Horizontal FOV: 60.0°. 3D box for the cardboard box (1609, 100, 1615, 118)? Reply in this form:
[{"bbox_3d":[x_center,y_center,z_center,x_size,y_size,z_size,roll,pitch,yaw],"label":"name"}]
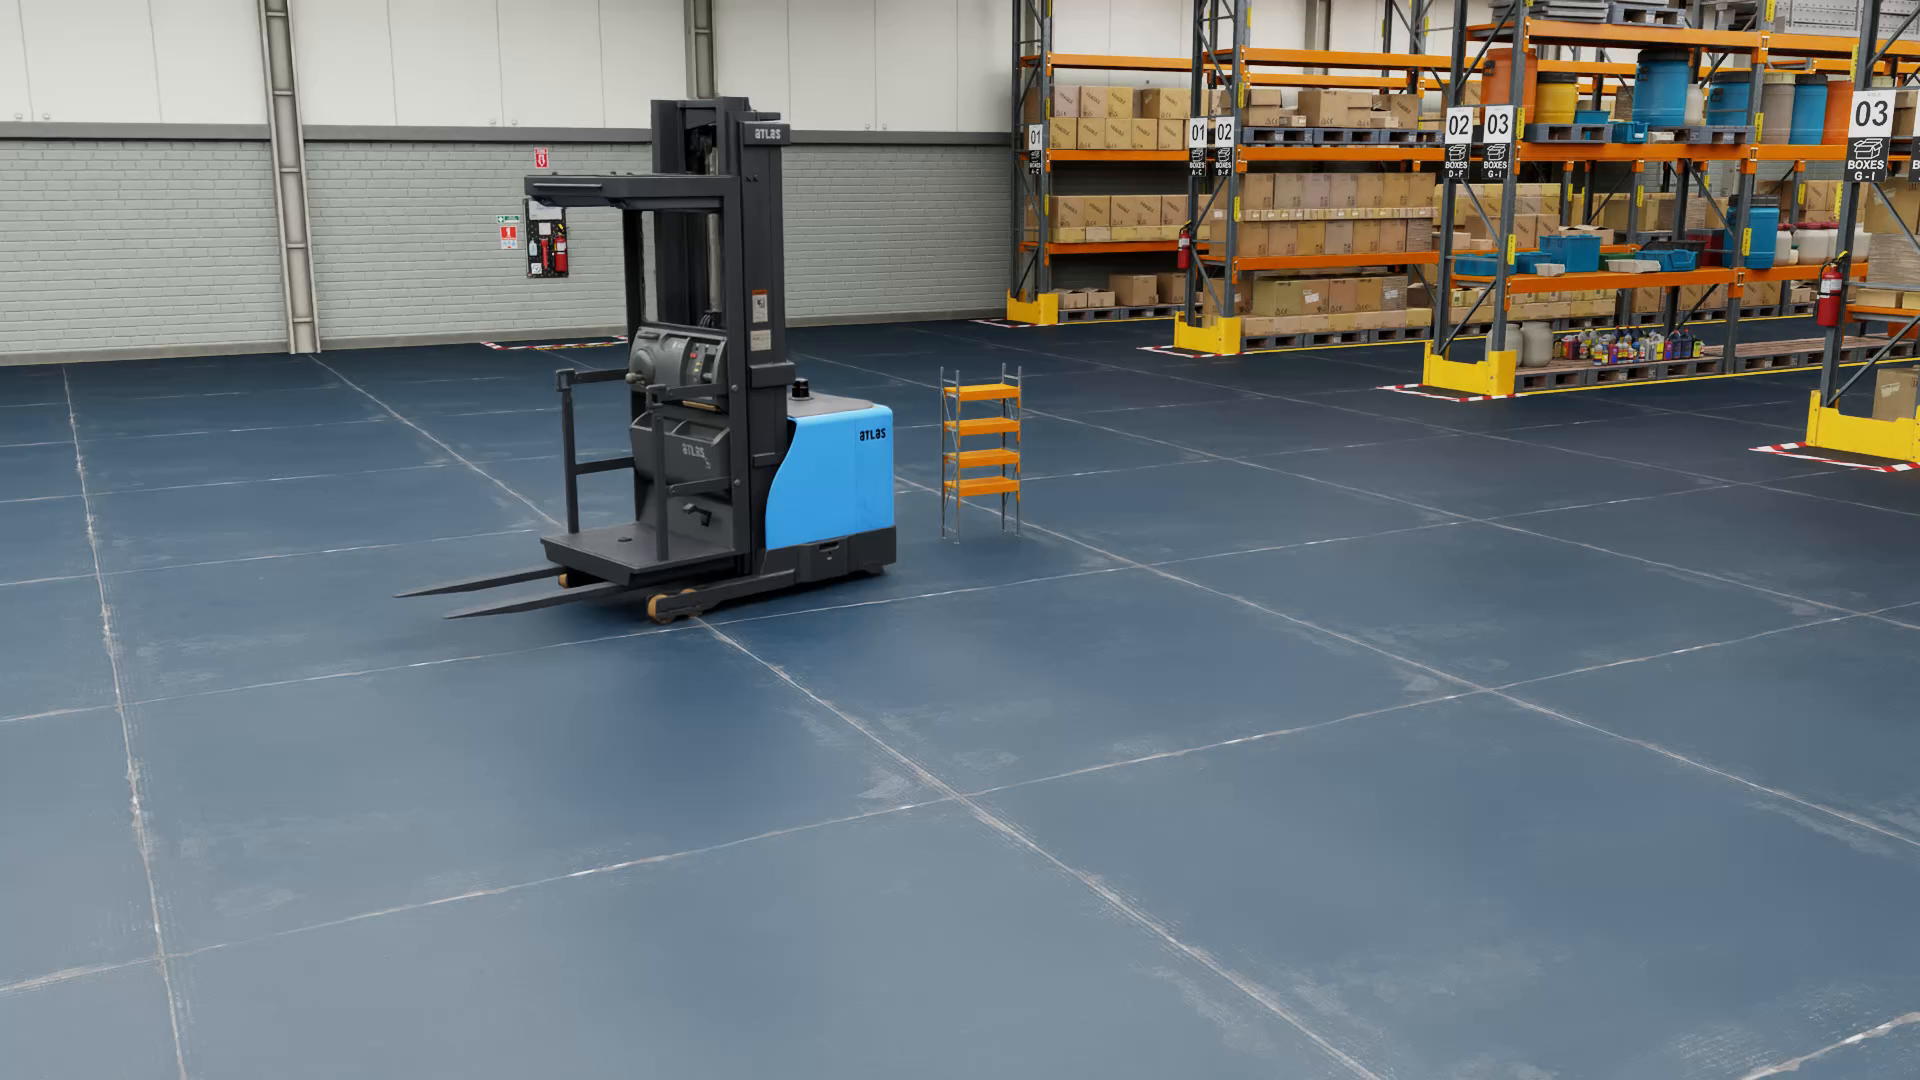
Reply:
[{"bbox_3d":[12.883,-8.469,33.026,0.500,0.500,0.500,-7,15,-29],"label":"cardboard box"}]

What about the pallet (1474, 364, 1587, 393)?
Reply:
[{"bbox_3d":[6.649,-1.952,19.804,1.213,0.211,1.003,-7,14,-28],"label":"pallet"}]

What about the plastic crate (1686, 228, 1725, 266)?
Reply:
[{"bbox_3d":[9.678,-3.773,21.398,0.583,0.464,0.402,-7,14,-28],"label":"plastic crate"}]

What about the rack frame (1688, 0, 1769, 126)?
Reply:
[{"bbox_3d":[9.400,-6.559,20.258,0.127,3.000,1.000,-7,14,-28],"label":"rack frame"}]

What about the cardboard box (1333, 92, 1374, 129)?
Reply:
[{"bbox_3d":[5.524,-6.225,24.096,0.637,0.503,0.797,-5,14,-22],"label":"cardboard box"}]

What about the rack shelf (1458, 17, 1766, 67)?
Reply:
[{"bbox_3d":[7.644,-5.802,19.446,4.000,0.370,1.077,-7,14,-28],"label":"rack shelf"}]

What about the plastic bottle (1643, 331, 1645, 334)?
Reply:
[{"bbox_3d":[8.639,-2.530,21.219,0.135,0.276,0.152,-6,14,-26],"label":"plastic bottle"}]

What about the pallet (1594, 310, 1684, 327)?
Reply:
[{"bbox_3d":[11.214,-3.719,27.653,1.213,0.211,1.003,-7,14,-28],"label":"pallet"}]

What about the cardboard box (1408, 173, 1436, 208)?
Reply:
[{"bbox_3d":[6.643,-5.221,24.794,0.500,0.500,0.700,-7,14,-28],"label":"cardboard box"}]

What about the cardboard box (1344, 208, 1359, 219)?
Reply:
[{"bbox_3d":[5.547,-4.721,24.048,0.250,0.149,0.380,-6,14,-26],"label":"cardboard box"}]

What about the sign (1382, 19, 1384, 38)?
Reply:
[{"bbox_3d":[7.895,-9.529,30.965,0.005,0.325,0.100,-7,14,-28],"label":"sign"}]

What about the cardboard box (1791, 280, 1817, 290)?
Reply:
[{"bbox_3d":[15.074,-4.525,30.006,0.500,0.311,0.500,-7,14,-28],"label":"cardboard box"}]

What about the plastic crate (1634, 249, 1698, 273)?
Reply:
[{"bbox_3d":[8.559,-3.391,20.183,0.616,0.251,0.499,-7,14,-28],"label":"plastic crate"}]

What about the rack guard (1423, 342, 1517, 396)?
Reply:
[{"bbox_3d":[5.933,-2.009,19.397,0.348,0.500,1.175,-7,14,-28],"label":"rack guard"}]

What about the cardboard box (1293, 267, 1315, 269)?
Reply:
[{"bbox_3d":[6.131,-5.085,30.358,0.500,0.250,0.500,-7,15,-29],"label":"cardboard box"}]

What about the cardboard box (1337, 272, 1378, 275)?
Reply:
[{"bbox_3d":[6.038,-3.774,25.144,0.500,0.500,0.500,-7,14,-28],"label":"cardboard box"}]

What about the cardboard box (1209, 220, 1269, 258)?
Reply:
[{"bbox_3d":[3.935,-4.262,23.487,0.500,0.500,0.700,-7,14,-28],"label":"cardboard box"}]

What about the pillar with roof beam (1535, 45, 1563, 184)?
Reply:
[{"bbox_3d":[13.937,-8.721,29.863,0.400,9.000,9.100,-7,14,-28],"label":"pillar with roof beam"}]

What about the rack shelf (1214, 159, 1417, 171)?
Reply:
[{"bbox_3d":[6.408,-6.864,30.085,4.000,0.370,1.077,-7,14,-28],"label":"rack shelf"}]

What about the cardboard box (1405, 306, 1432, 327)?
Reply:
[{"bbox_3d":[6.727,-3.360,25.012,0.500,0.250,0.500,-7,14,-28],"label":"cardboard box"}]

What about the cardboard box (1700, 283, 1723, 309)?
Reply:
[{"bbox_3d":[12.432,-4.160,27.952,0.500,0.500,0.500,-7,15,-30],"label":"cardboard box"}]

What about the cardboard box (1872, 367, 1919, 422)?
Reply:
[{"bbox_3d":[8.818,-1.305,15.311,0.500,0.500,0.500,-4,13,-17],"label":"cardboard box"}]

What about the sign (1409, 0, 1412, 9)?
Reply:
[{"bbox_3d":[6.759,-8.112,24.849,0.005,0.325,0.100,-7,14,-28],"label":"sign"}]

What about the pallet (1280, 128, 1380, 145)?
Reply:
[{"bbox_3d":[5.224,-5.785,23.853,1.213,0.211,1.003,-7,14,-28],"label":"pallet"}]

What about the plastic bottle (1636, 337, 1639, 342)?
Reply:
[{"bbox_3d":[8.325,-2.348,20.396,0.133,0.283,0.061,-7,14,-28],"label":"plastic bottle"}]

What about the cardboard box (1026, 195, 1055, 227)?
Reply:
[{"bbox_3d":[1.454,-5.514,27.865,0.500,0.500,0.500,-7,14,-28],"label":"cardboard box"}]

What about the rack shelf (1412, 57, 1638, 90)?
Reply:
[{"bbox_3d":[8.785,-7.178,25.559,4.000,0.370,1.077,-7,14,-28],"label":"rack shelf"}]

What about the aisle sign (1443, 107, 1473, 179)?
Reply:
[{"bbox_3d":[5.683,-4.529,18.982,0.004,0.787,0.394,-7,14,-28],"label":"aisle sign"}]

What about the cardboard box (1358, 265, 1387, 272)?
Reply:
[{"bbox_3d":[7.557,-4.872,31.115,0.500,0.500,0.700,-7,14,-27],"label":"cardboard box"}]

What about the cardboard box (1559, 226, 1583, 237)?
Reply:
[{"bbox_3d":[9.663,-4.908,26.787,0.500,0.311,0.500,-7,14,-29],"label":"cardboard box"}]

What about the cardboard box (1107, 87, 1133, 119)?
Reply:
[{"bbox_3d":[2.505,-7.223,27.491,0.500,0.500,0.500,-6,14,-26],"label":"cardboard box"}]

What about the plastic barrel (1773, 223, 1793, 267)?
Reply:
[{"bbox_3d":[10.345,-3.757,21.161,0.433,0.535,0.433,0,13,0],"label":"plastic barrel"}]

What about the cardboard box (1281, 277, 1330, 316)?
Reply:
[{"bbox_3d":[4.967,-3.517,24.004,0.500,0.500,0.500,-7,14,-28],"label":"cardboard box"}]

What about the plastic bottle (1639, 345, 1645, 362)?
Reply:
[{"bbox_3d":[8.286,-2.270,20.236,0.097,0.201,0.097,0,13,0],"label":"plastic bottle"}]

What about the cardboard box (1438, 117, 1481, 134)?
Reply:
[{"bbox_3d":[7.575,-6.245,25.081,0.500,0.250,0.500,-5,14,-22],"label":"cardboard box"}]

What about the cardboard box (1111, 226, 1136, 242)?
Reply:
[{"bbox_3d":[2.621,-5.157,27.989,0.500,0.250,0.500,-7,15,-29],"label":"cardboard box"}]

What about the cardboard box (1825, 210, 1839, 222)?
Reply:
[{"bbox_3d":[15.077,-5.533,29.136,0.500,0.500,0.500,-7,14,-27],"label":"cardboard box"}]

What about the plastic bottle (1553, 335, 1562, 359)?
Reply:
[{"bbox_3d":[7.385,-2.394,20.601,0.133,0.283,0.061,-6,14,-26],"label":"plastic bottle"}]

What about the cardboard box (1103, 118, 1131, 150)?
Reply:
[{"bbox_3d":[2.498,-6.735,27.597,0.500,0.500,0.500,-6,14,-25],"label":"cardboard box"}]

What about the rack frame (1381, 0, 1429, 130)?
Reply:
[{"bbox_3d":[8.164,-8.889,30.611,0.127,3.000,1.000,-7,14,-28],"label":"rack frame"}]

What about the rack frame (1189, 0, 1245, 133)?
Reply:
[{"bbox_3d":[3.519,-7.093,22.632,0.127,3.000,1.000,-7,14,-28],"label":"rack frame"}]

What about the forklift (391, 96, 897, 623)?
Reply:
[{"bbox_3d":[-1.830,-1.081,9.739,3.031,2.935,1.130,-12,17,-42],"label":"forklift"}]

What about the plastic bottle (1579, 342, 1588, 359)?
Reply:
[{"bbox_3d":[7.723,-2.352,20.601,0.097,0.201,0.097,0,13,0],"label":"plastic bottle"}]

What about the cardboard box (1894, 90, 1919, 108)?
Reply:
[{"bbox_3d":[8.356,-3.931,14.846,0.250,0.149,0.380,-7,14,-28],"label":"cardboard box"}]

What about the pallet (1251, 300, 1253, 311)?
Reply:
[{"bbox_3d":[5.336,-4.263,30.072,1.213,0.211,1.003,-7,14,-28],"label":"pallet"}]

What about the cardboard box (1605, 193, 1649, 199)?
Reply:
[{"bbox_3d":[13.436,-6.737,34.032,0.700,0.700,0.980,-8,15,-31],"label":"cardboard box"}]

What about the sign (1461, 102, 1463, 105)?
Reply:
[{"bbox_3d":[7.297,-6.235,24.291,0.005,0.325,0.100,-7,14,-28],"label":"sign"}]

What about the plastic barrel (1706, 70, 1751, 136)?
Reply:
[{"bbox_3d":[9.742,-5.435,20.956,0.708,0.901,0.600,-7,14,-28],"label":"plastic barrel"}]

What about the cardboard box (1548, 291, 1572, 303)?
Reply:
[{"bbox_3d":[9.301,-3.934,26.286,0.500,0.311,0.500,-7,14,-28],"label":"cardboard box"}]

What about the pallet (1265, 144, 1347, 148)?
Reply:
[{"bbox_3d":[6.155,-7.067,29.776,1.003,0.211,1.213,-7,14,-28],"label":"pallet"}]

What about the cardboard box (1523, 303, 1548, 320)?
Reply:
[{"bbox_3d":[8.852,-3.607,26.112,0.500,0.250,0.500,-7,14,-27],"label":"cardboard box"}]

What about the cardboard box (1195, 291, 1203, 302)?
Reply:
[{"bbox_3d":[4.198,-4.312,29.387,0.250,0.166,0.380,-9,16,-35],"label":"cardboard box"}]

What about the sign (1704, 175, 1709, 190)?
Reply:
[{"bbox_3d":[15.434,-7.378,34.385,0.005,0.325,0.100,-7,14,-28],"label":"sign"}]

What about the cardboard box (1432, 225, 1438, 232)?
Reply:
[{"bbox_3d":[8.789,-5.864,31.361,0.250,0.149,0.380,-7,14,-27],"label":"cardboard box"}]

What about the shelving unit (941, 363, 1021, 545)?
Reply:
[{"bbox_3d":[0.145,-0.603,11.555,0.503,1.200,0.258,-7,14,-28],"label":"shelving unit"}]

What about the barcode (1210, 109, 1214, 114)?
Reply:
[{"bbox_3d":[3.553,-6.038,23.451,0.075,0.075,0.001,-7,14,-28],"label":"barcode"}]

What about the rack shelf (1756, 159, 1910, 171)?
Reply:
[{"bbox_3d":[15.807,-6.752,29.584,4.000,0.370,1.077,-7,14,-28],"label":"rack shelf"}]
